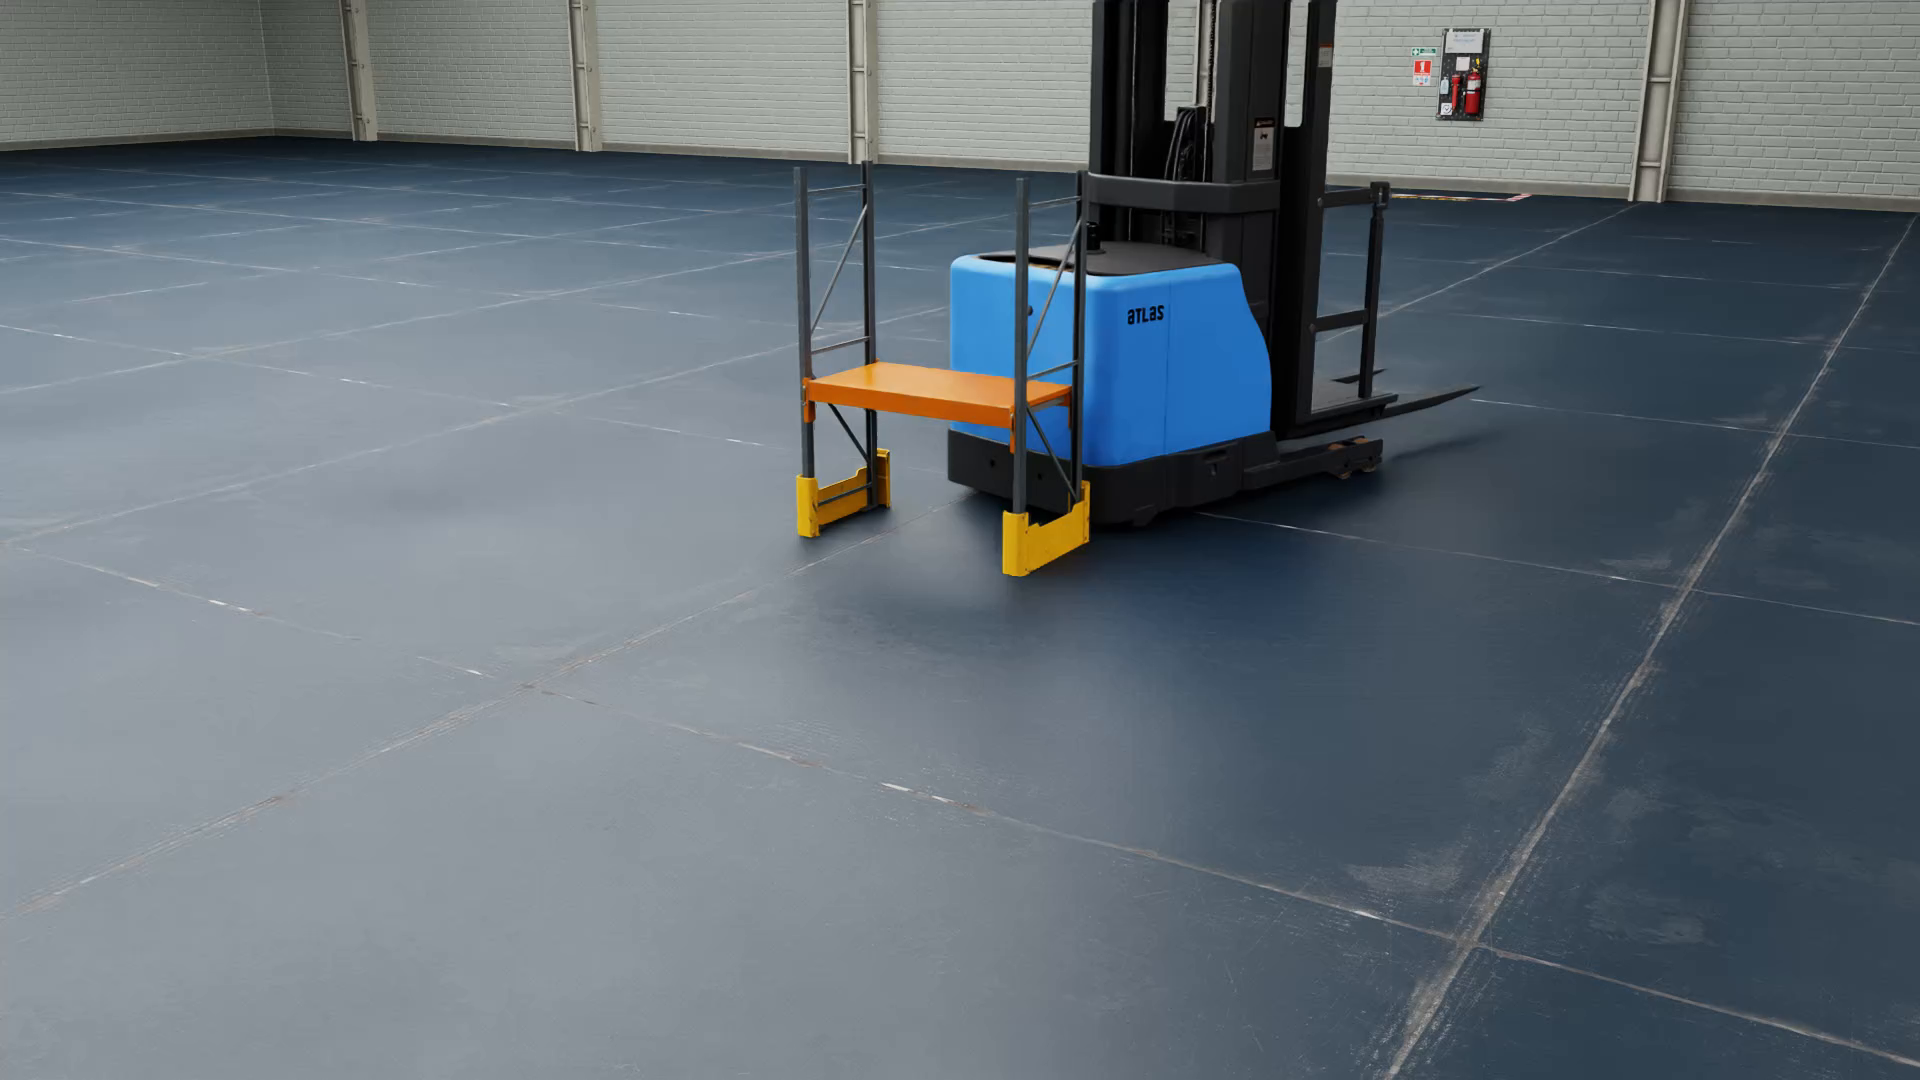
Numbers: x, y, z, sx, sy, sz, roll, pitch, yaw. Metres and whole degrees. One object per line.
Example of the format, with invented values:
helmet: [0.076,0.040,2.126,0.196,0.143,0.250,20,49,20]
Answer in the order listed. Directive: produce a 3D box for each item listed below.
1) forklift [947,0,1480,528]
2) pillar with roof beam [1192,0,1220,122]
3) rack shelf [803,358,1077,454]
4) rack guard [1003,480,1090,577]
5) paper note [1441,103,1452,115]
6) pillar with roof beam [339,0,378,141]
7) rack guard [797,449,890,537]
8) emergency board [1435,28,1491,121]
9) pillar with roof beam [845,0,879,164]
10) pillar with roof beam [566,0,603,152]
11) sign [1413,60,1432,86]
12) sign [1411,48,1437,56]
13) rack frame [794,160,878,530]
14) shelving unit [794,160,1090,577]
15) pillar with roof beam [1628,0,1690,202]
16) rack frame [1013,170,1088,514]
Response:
forklift: [1.389,-1.789,7.728,3.031,2.935,1.130,-14,22,-39]
pillar with roof beam: [1.297,-8.432,19.158,0.400,9.000,9.100,10,20,30]
rack shelf: [-0.079,-0.558,6.755,1.000,0.185,0.538,10,20,31]
rack guard: [0.349,-0.053,6.625,0.087,0.250,0.587,10,20,31]
paper note: [6.462,-5.723,22.077,0.142,0.148,0.016,10,20,30]
pillar with roof beam: [-14.042,-11.170,28.171,0.400,9.000,9.100,10,20,30]
rack guard: [-0.493,-0.208,7.135,0.087,0.250,0.587,10,20,31]
emergency board: [6.576,-6.101,21.804,0.643,1.169,0.194,10,20,30]
pillar with roof beam: [-3.816,-9.345,22.162,0.400,9.000,9.100,10,20,30]
pillar with roof beam: [-8.929,-10.257,25.167,0.400,9.000,9.100,10,20,30]
sign: [6.159,-6.227,22.160,0.234,0.329,0.001,10,20,30]
sign: [6.158,-6.478,22.073,0.331,0.109,0.001,10,20,30]
rack frame: [-0.509,-0.809,6.963,0.032,1.500,0.500,10,20,31]
shelving unit: [-0.072,-0.728,6.698,1.083,1.500,0.587,10,20,31]
pillar with roof beam: [6.409,-7.520,16.153,0.400,9.000,9.100,10,20,30]
rack frame: [0.350,-0.651,6.442,0.032,1.500,0.500,10,20,31]
